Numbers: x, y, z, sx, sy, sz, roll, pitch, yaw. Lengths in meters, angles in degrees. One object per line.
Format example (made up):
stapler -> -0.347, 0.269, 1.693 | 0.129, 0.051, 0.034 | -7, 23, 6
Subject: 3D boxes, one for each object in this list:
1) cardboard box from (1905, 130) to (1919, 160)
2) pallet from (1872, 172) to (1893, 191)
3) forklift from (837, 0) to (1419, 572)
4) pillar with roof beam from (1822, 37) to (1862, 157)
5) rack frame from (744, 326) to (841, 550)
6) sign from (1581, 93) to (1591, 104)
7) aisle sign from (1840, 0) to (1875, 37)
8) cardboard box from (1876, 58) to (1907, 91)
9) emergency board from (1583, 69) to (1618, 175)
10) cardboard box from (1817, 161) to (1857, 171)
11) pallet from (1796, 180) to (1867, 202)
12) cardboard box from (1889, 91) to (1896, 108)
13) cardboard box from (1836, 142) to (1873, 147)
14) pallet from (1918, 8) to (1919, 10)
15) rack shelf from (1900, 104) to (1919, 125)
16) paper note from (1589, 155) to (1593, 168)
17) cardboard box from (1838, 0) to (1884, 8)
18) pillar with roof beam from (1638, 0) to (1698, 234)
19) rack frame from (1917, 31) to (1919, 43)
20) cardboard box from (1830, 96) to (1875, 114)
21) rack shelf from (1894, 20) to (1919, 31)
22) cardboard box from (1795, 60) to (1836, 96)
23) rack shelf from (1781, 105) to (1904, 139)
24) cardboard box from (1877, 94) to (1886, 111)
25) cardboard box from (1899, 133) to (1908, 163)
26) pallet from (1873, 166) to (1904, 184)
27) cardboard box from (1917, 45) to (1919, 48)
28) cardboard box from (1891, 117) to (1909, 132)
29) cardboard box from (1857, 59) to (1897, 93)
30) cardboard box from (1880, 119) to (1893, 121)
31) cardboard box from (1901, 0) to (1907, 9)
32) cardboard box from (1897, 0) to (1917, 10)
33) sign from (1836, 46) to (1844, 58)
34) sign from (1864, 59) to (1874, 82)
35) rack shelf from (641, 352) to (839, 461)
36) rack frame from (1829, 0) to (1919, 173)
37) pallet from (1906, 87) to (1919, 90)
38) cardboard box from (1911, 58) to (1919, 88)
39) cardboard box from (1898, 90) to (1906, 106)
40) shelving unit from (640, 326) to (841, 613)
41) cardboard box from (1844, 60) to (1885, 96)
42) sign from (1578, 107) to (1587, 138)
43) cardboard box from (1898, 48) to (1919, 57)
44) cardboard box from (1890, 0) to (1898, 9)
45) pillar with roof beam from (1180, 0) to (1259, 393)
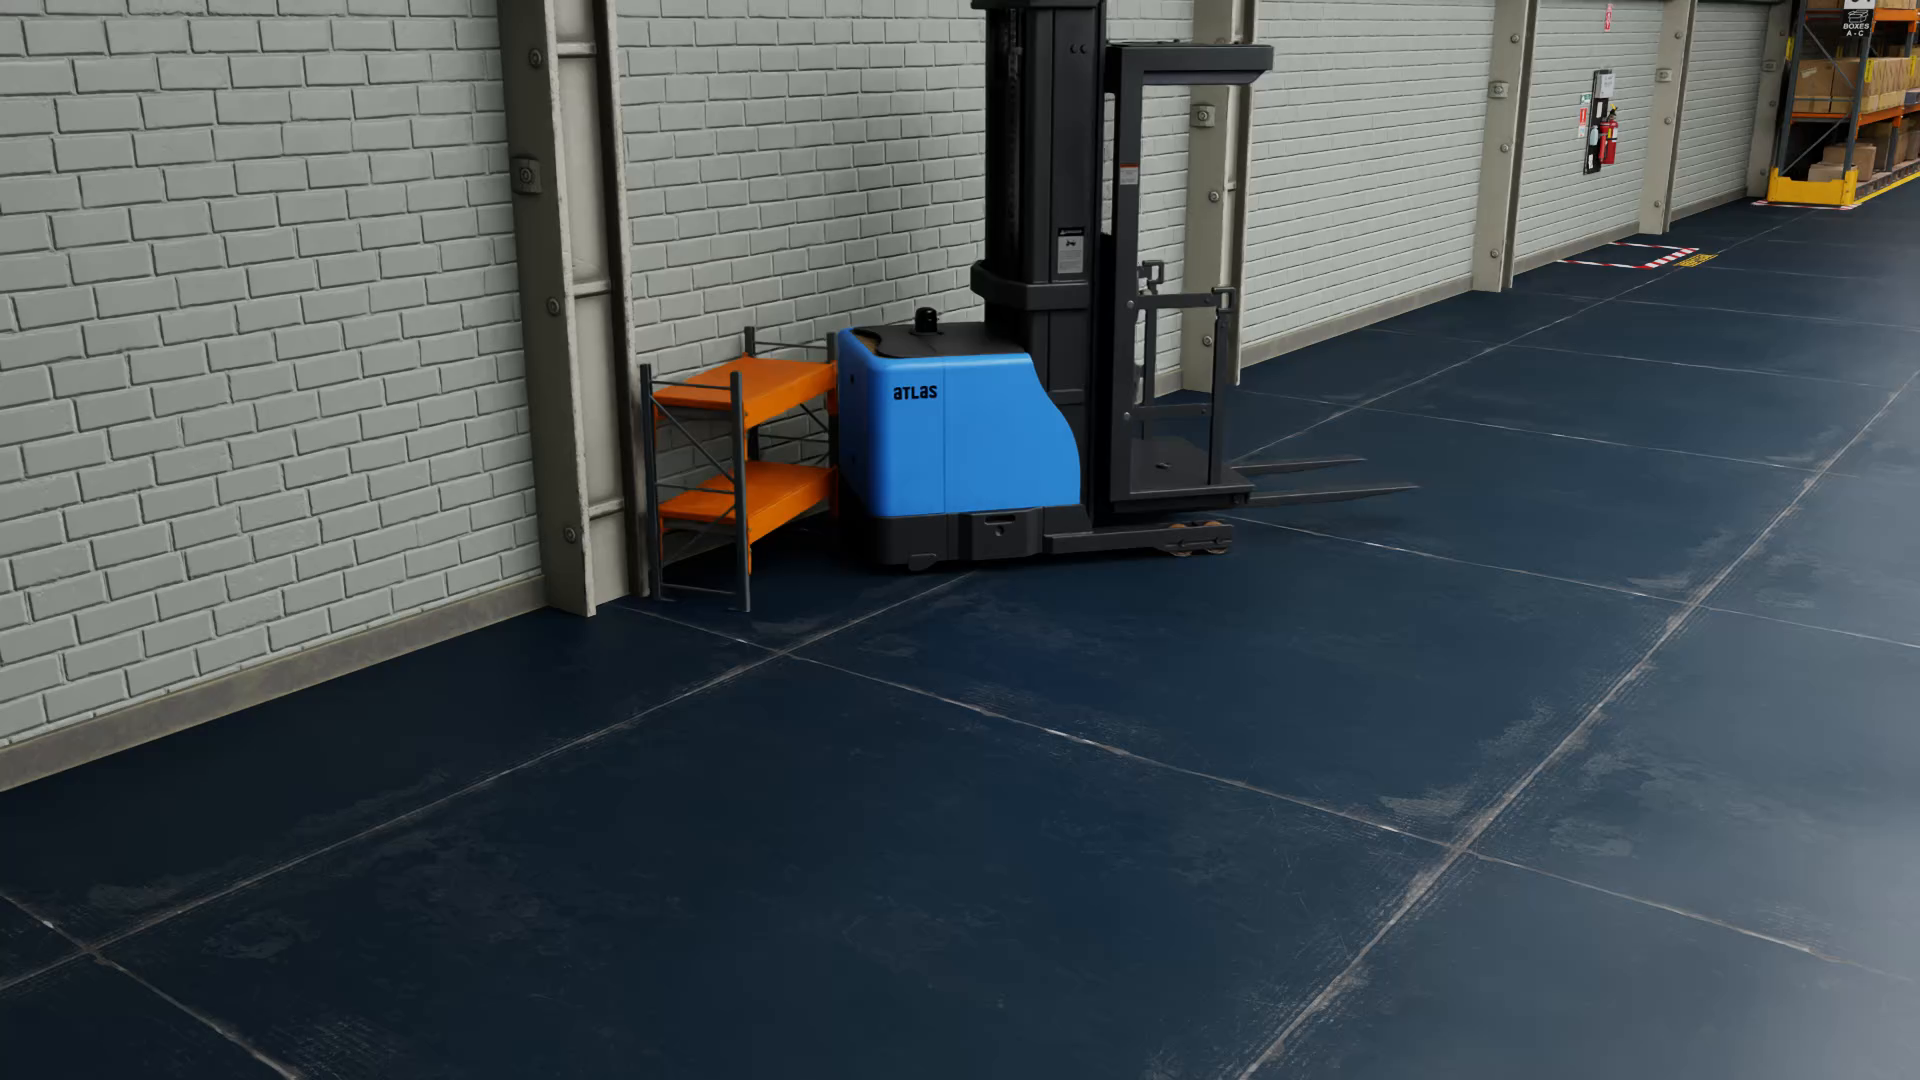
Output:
cardboard box -> 17.247, -7.292, 30.640 | 0.700, 0.500, 0.500 | 13, 21, 35
pallet -> 14.879, -6.005, 27.726 | 1.003, 0.211, 1.213 | 12, 21, 35
forklift -> 0.913, -1.461, 8.505 | 3.031, 2.935, 1.130 | -4, 18, -13
pillar with roof beam -> 19.622, -10.404, 27.072 | 9.100, 9.000, 0.400 | 12, 21, 35
rack frame -> -0.852, -0.516, 8.492 | 0.500, 1.125, 0.032 | 7, 19, 19
sign -> 7.109, -5.015, 18.883 | 0.001, 0.109, 0.331 | 12, 21, 35
aisle sign -> 13.066, -7.722, 24.169 | 0.394, 0.787, 0.004 | 12, 21, 35
cardboard box -> 14.925, -7.512, 26.832 | 0.500, 0.500, 0.500 | 12, 21, 34
emergency board -> 7.512, -4.859, 19.334 | 0.194, 1.169, 0.643 | 12, 21, 35
cardboard box -> 13.692, -5.761, 26.030 | 0.500, 0.311, 0.500 | 15, 22, 39
pallet -> 13.425, -5.424, 25.855 | 1.003, 0.211, 1.213 | 12, 21, 35
cardboard box -> 14.621, -7.035, 26.560 | 0.500, 0.250, 0.500 | 12, 21, 34
cardboard box -> 14.665, -6.265, 27.335 | 0.500, 0.500, 0.500 | 11, 20, 31
pallet -> 15.704, -8.974, 27.844 | 1.213, 0.211, 1.003 | 12, 21, 35
rack shelf -> 16.442, -7.636, 29.489 | 1.077, 0.370, 4.000 | 12, 21, 35
paper note -> 7.351, -4.409, 19.368 | 0.016, 0.148, 0.142 | 12, 21, 35
cardboard box -> 13.268, -8.076, 24.432 | 0.500, 0.500, 0.500 | 13, 22, 36
pillar with roof beam -> 12.472, -7.545, 17.868 | 9.100, 9.000, 0.400 | 12, 21, 35
rack frame -> 20.017, -9.409, 33.984 | 1.000, 3.000, 0.127 | 12, 21, 35
cardboard box -> 13.413, -6.549, 24.993 | 0.500, 0.250, 0.500 | 12, 21, 33
rack shelf -> 18.826, -10.021, 32.112 | 1.077, 0.370, 4.000 | 12, 21, 35
cardboard box -> 12.978, -6.997, 25.171 | 0.500, 0.500, 0.500 | 12, 21, 34
rack shelf -> 14.059, -6.683, 26.421 | 1.077, 0.370, 4.000 | 12, 21, 35
cardboard box -> 14.019, -6.795, 25.787 | 0.500, 0.250, 0.500 | 12, 21, 34
cardboard box -> 16.573, -7.066, 29.914 | 0.700, 0.500, 0.500 | 12, 21, 34
pallet -> 15.714, -6.357, 28.860 | 1.003, 0.211, 1.213 | 12, 21, 35
cardboard box -> 18.129, -9.083, 30.967 | 0.500, 0.250, 0.500 | 13, 22, 36
cardboard box -> 16.857, -7.525, 30.127 | 0.500, 0.250, 0.500 | 13, 21, 36
cardboard box -> 14.307, -7.270, 26.052 | 0.500, 0.500, 0.500 | 13, 22, 36
cardboard box -> 16.243, -7.286, 29.357 | 0.500, 0.250, 0.500 | 12, 21, 33
cardboard box -> 14.537, -8.572, 26.030 | 0.500, 0.500, 0.500 | 11, 21, 33
cardboard box -> 15.147, -8.829, 26.856 | 0.500, 0.500, 0.500 | 13, 22, 36
sign -> 14.803, -8.154, 27.990 | 0.100, 0.325, 0.005 | 12, 21, 35
sign -> 13.303, -6.868, 24.343 | 0.100, 0.325, 0.005 | 12, 21, 35
rack shelf -> -1.027, -0.652, 7.949 | 0.538, 0.278, 1.000 | 7, 19, 19
rack frame -> 15.251, -7.503, 27.848 | 1.000, 3.000, 0.127 | 12, 21, 35
pallet -> 16.488, -7.886, 29.403 | 1.003, 0.211, 1.213 | 12, 21, 35
cardboard box -> 16.287, -8.171, 29.086 | 0.700, 0.500, 0.500 | 16, 24, 42
cardboard box -> 15.212, -7.275, 27.332 | 0.500, 0.250, 0.500 | 12, 21, 35
shelving unit -> -1.029, -0.373, 8.037 | 0.538, 1.125, 1.048 | 7, 19, 19
cardboard box -> 13.696, -7.023, 25.257 | 0.500, 0.500, 0.500 | 12, 21, 35
sign -> 7.099, -4.763, 18.963 | 0.001, 0.329, 0.234 | 12, 21, 35
cardboard box -> 17.273, -8.857, 30.203 | 0.380, 0.149, 0.250 | 9, 19, 26
cardboard box -> 13.922, -8.322, 25.224 | 0.500, 0.500, 0.500 | 14, 22, 37
pillar with roof beam -> 5.322, -4.687, 8.664 | 9.100, 9.000, 0.400 | 12, 21, 35
